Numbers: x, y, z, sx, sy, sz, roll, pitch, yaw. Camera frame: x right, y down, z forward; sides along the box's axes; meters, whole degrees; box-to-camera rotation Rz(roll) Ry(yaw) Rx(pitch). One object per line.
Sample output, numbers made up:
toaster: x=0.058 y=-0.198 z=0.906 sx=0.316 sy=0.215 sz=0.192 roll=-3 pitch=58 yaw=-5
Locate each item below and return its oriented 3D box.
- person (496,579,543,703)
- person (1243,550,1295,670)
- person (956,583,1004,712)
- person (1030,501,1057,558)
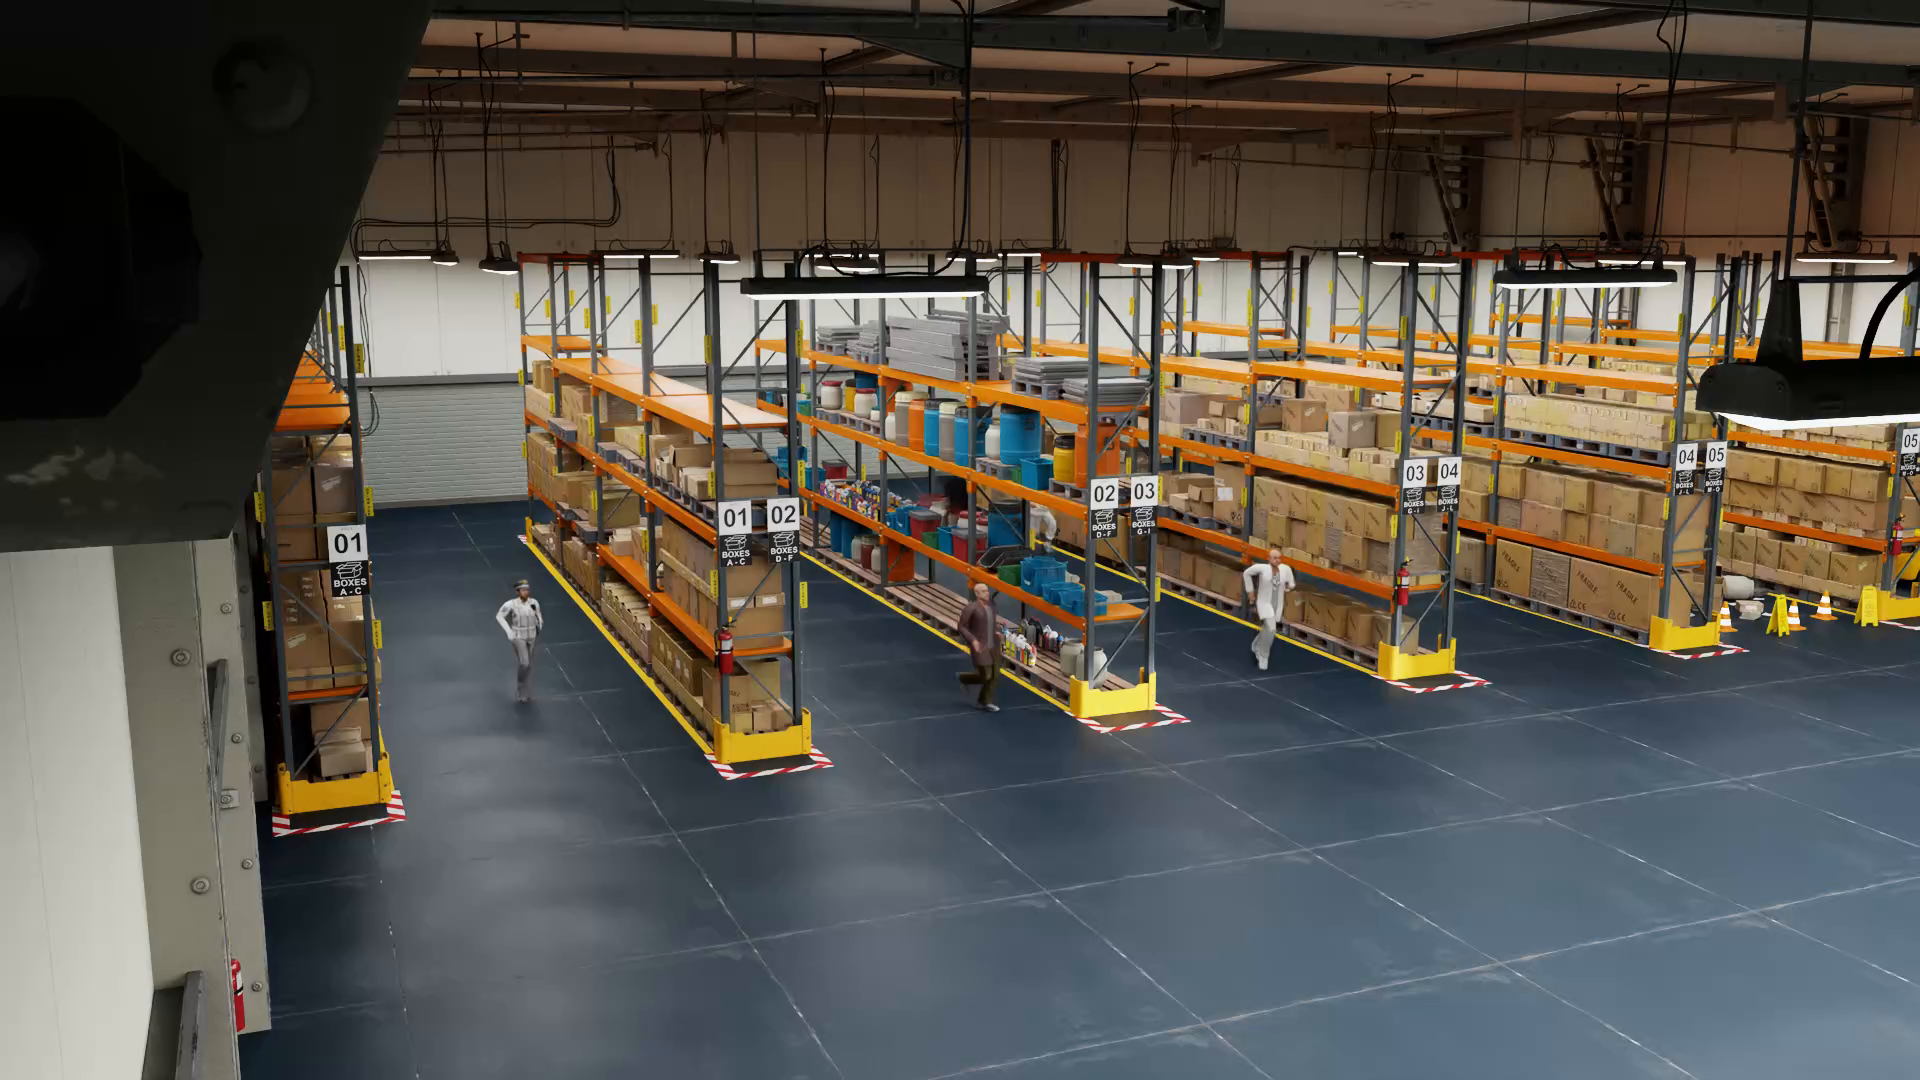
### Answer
person: x=-5.992 y=1.379 z=22.869 sx=0.588 sy=1.716 sz=0.695 roll=-9 pitch=14 yaw=-41
person: x=4.587 y=1.017 z=24.682 sx=0.685 sy=1.828 sz=0.921 roll=-3 pitch=11 yaw=-18
person: x=0.274 y=1.431 z=22.451 sx=0.680 sy=1.732 sz=0.708 roll=10 pitch=14 yaw=43
person: x=1.562 y=-0.482 z=32.486 sx=0.680 sy=1.757 sz=0.892 roll=-6 pitch=12 yaw=-28
